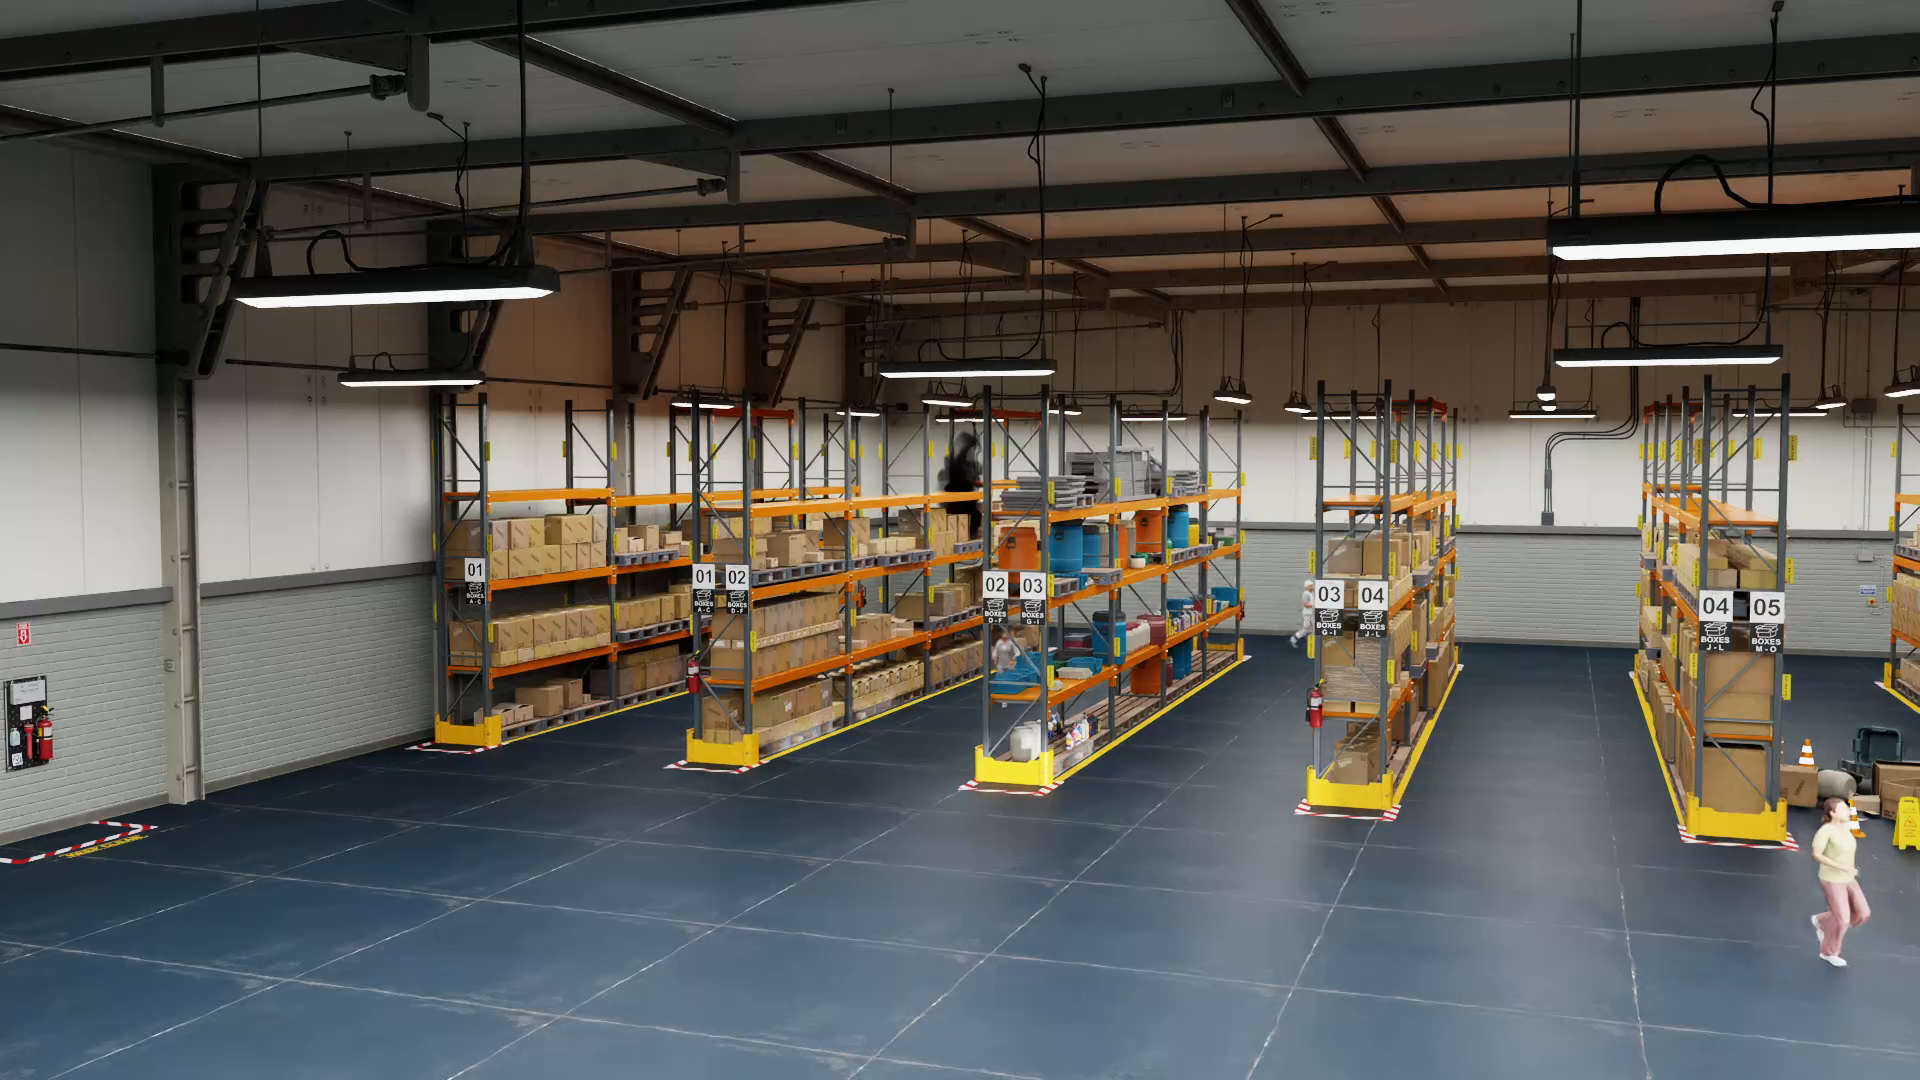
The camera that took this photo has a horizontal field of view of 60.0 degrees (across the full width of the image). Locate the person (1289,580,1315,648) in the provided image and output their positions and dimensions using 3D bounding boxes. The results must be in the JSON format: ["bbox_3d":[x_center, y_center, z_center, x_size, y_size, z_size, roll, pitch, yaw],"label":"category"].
[{"bbox_3d":[8.706,1.883,41.439,0.985,1.763,0.666,2,4,32],"label":"person"}]

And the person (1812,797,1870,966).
[{"bbox_3d":[8.558,3.323,16.237,0.617,1.637,0.561,-2,4,-30],"label":"person"}]

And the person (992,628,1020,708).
[{"bbox_3d":[0.883,2.495,32.494,0.532,1.550,0.559,1,3,12],"label":"person"}]
